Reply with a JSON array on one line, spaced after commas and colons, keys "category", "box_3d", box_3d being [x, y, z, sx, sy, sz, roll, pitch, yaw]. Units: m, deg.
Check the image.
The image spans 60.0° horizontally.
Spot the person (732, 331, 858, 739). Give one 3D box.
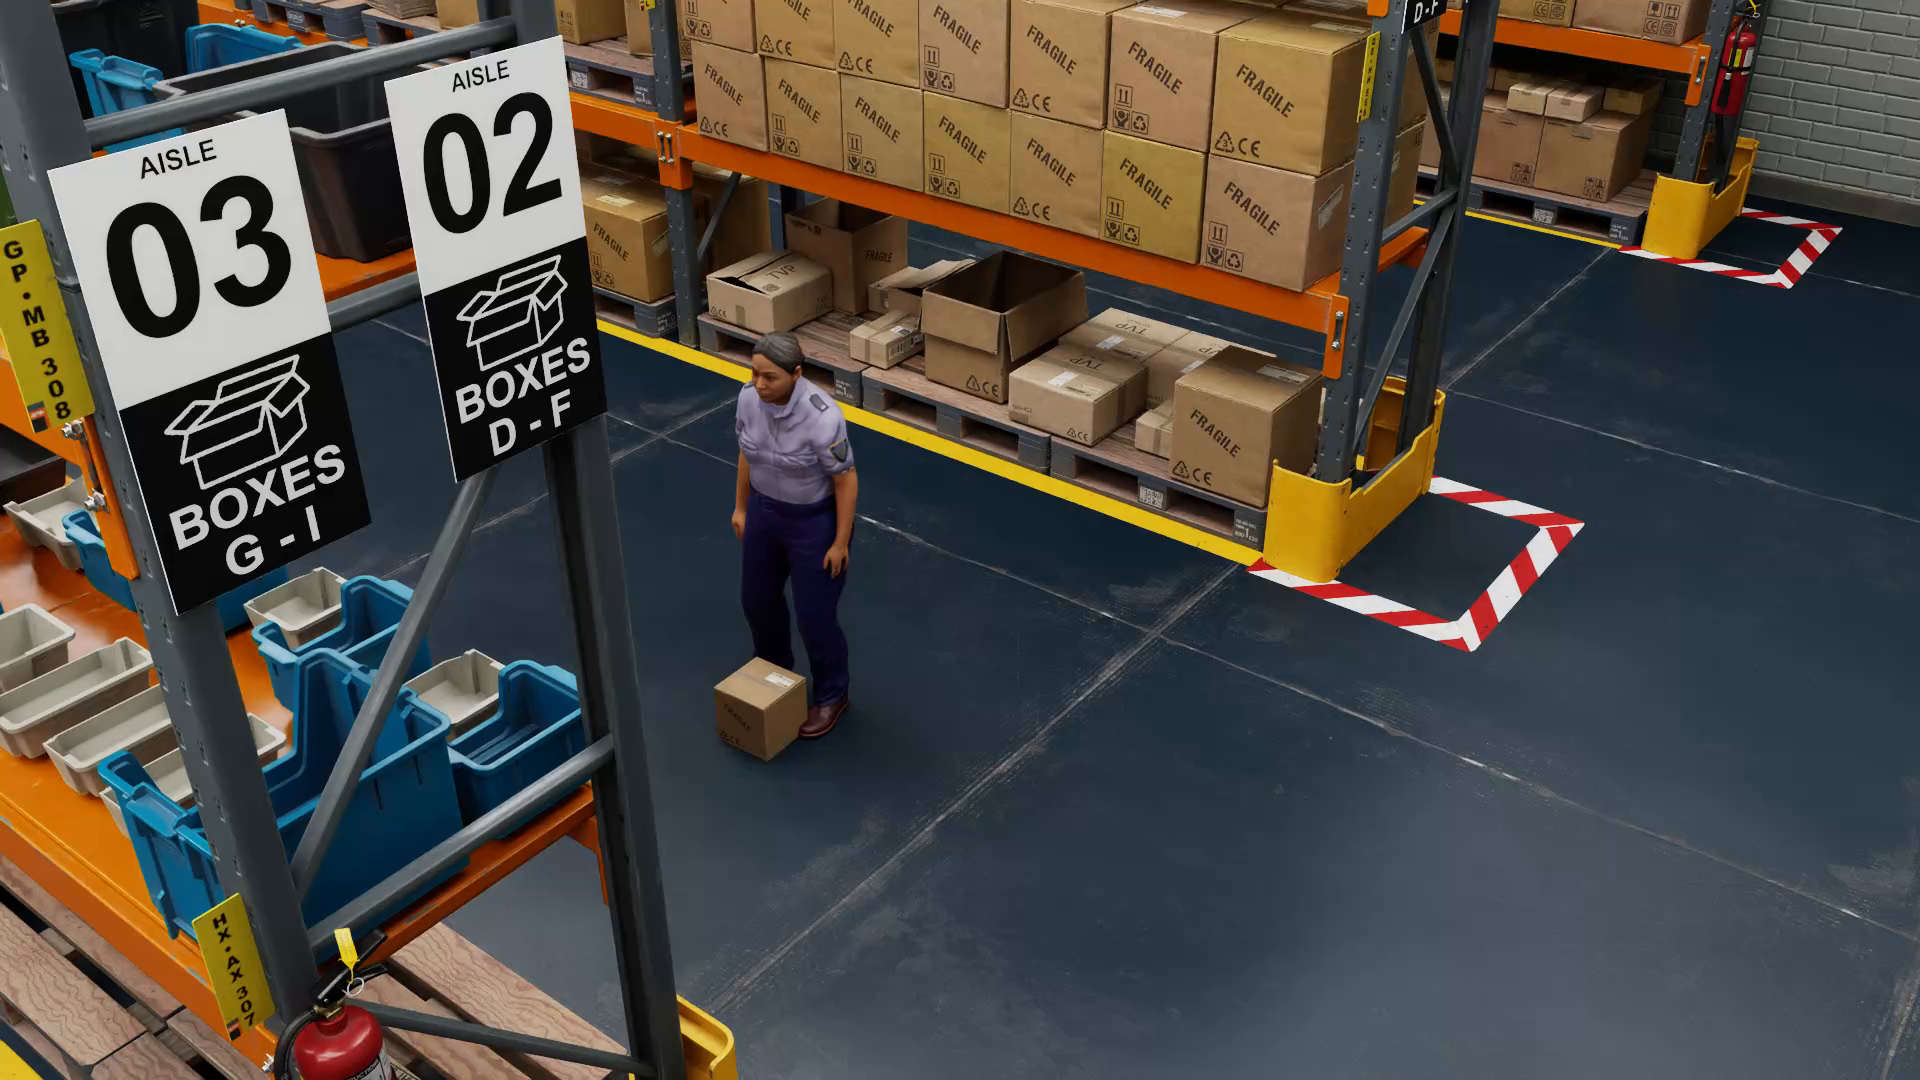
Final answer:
[{"category": "person", "box_3d": [-0.631, -0.050, 6.225, 0.560, 1.651, 0.371, 19, 36, 28]}]
